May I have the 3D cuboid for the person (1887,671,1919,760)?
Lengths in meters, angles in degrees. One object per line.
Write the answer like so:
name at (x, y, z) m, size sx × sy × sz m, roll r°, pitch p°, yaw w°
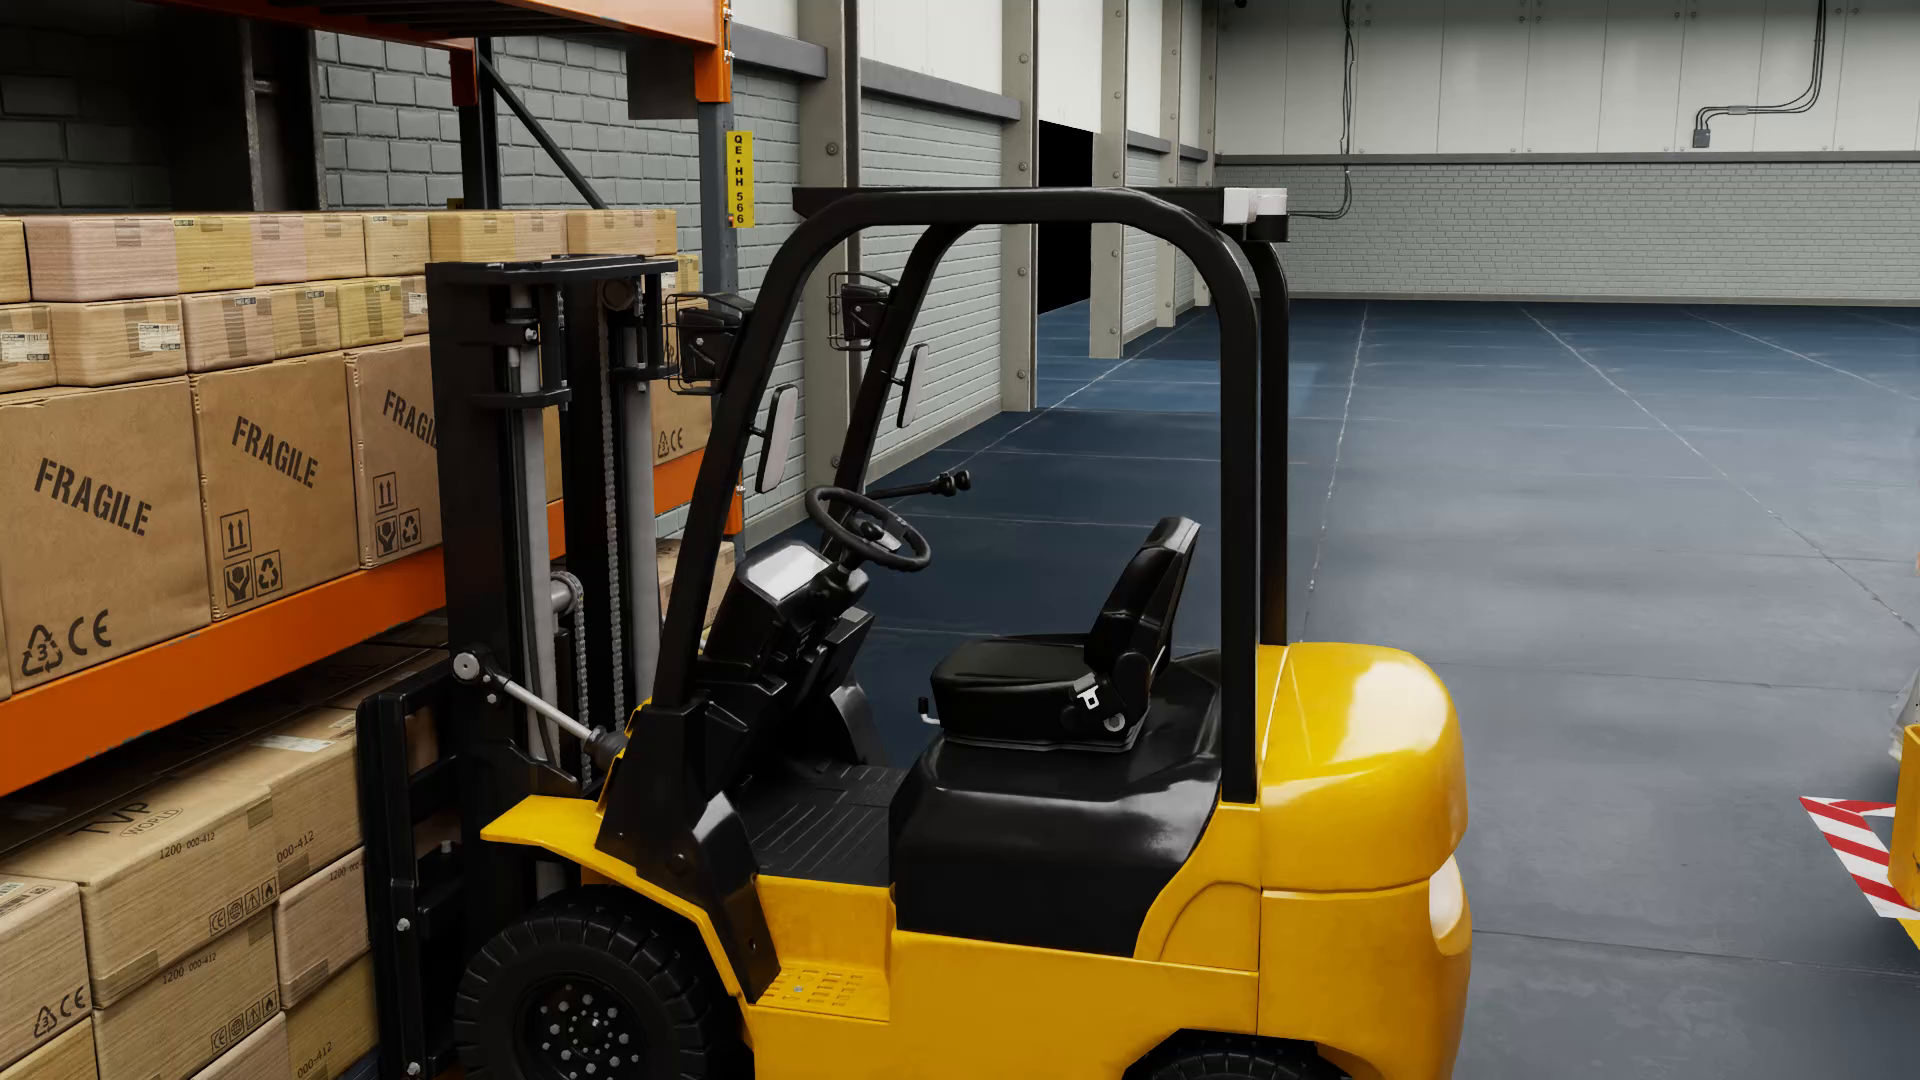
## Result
person at (3.871, 0.075, 6.164) m, size 0.664 × 1.719 × 0.455 m, roll 0°, pitch 12°, yaw -2°
